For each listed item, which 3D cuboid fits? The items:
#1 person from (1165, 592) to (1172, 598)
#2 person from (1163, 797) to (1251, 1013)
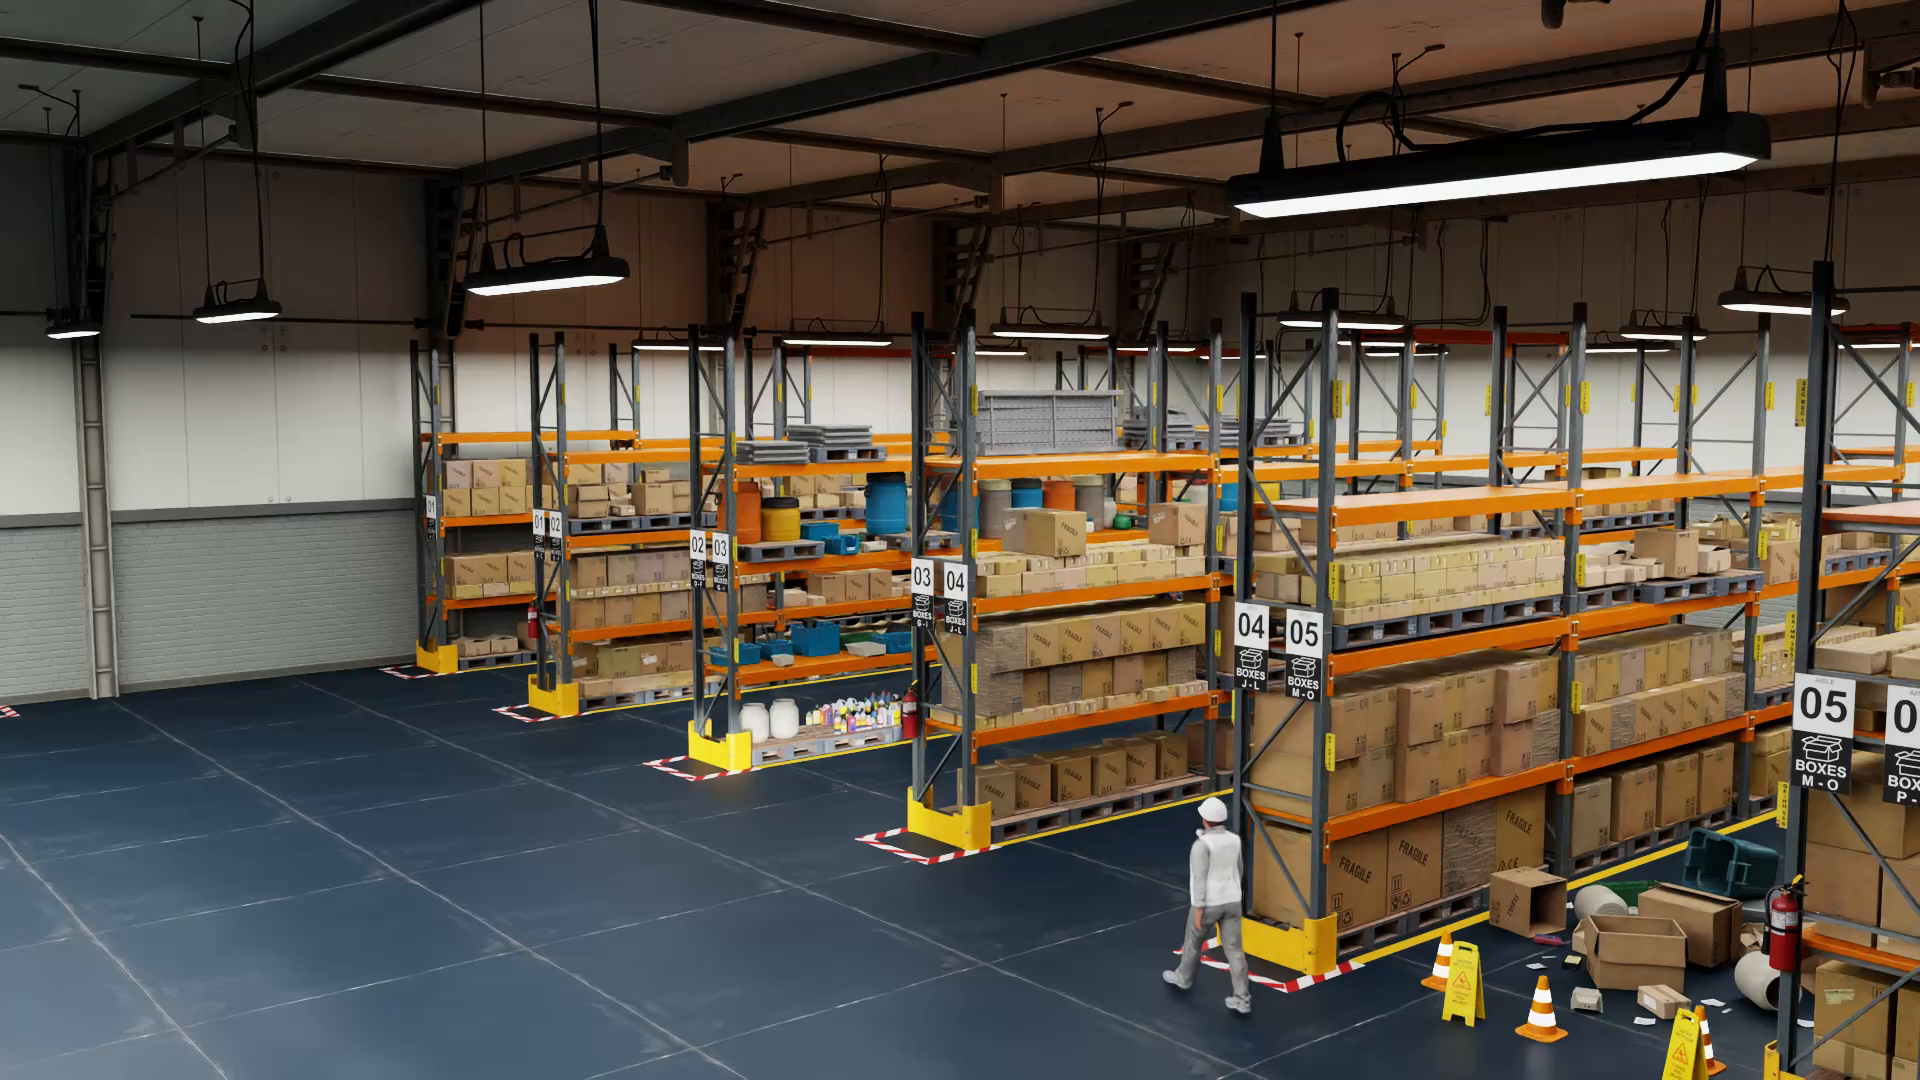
[{"bbox_3d":[4.020,1.326,32.906,0.899,1.551,0.416,-5,7,-40],"label":"person"},{"bbox_3d":[2.125,3.000,13.944,0.572,1.707,1.033,-2,6,-24],"label":"person"}]
